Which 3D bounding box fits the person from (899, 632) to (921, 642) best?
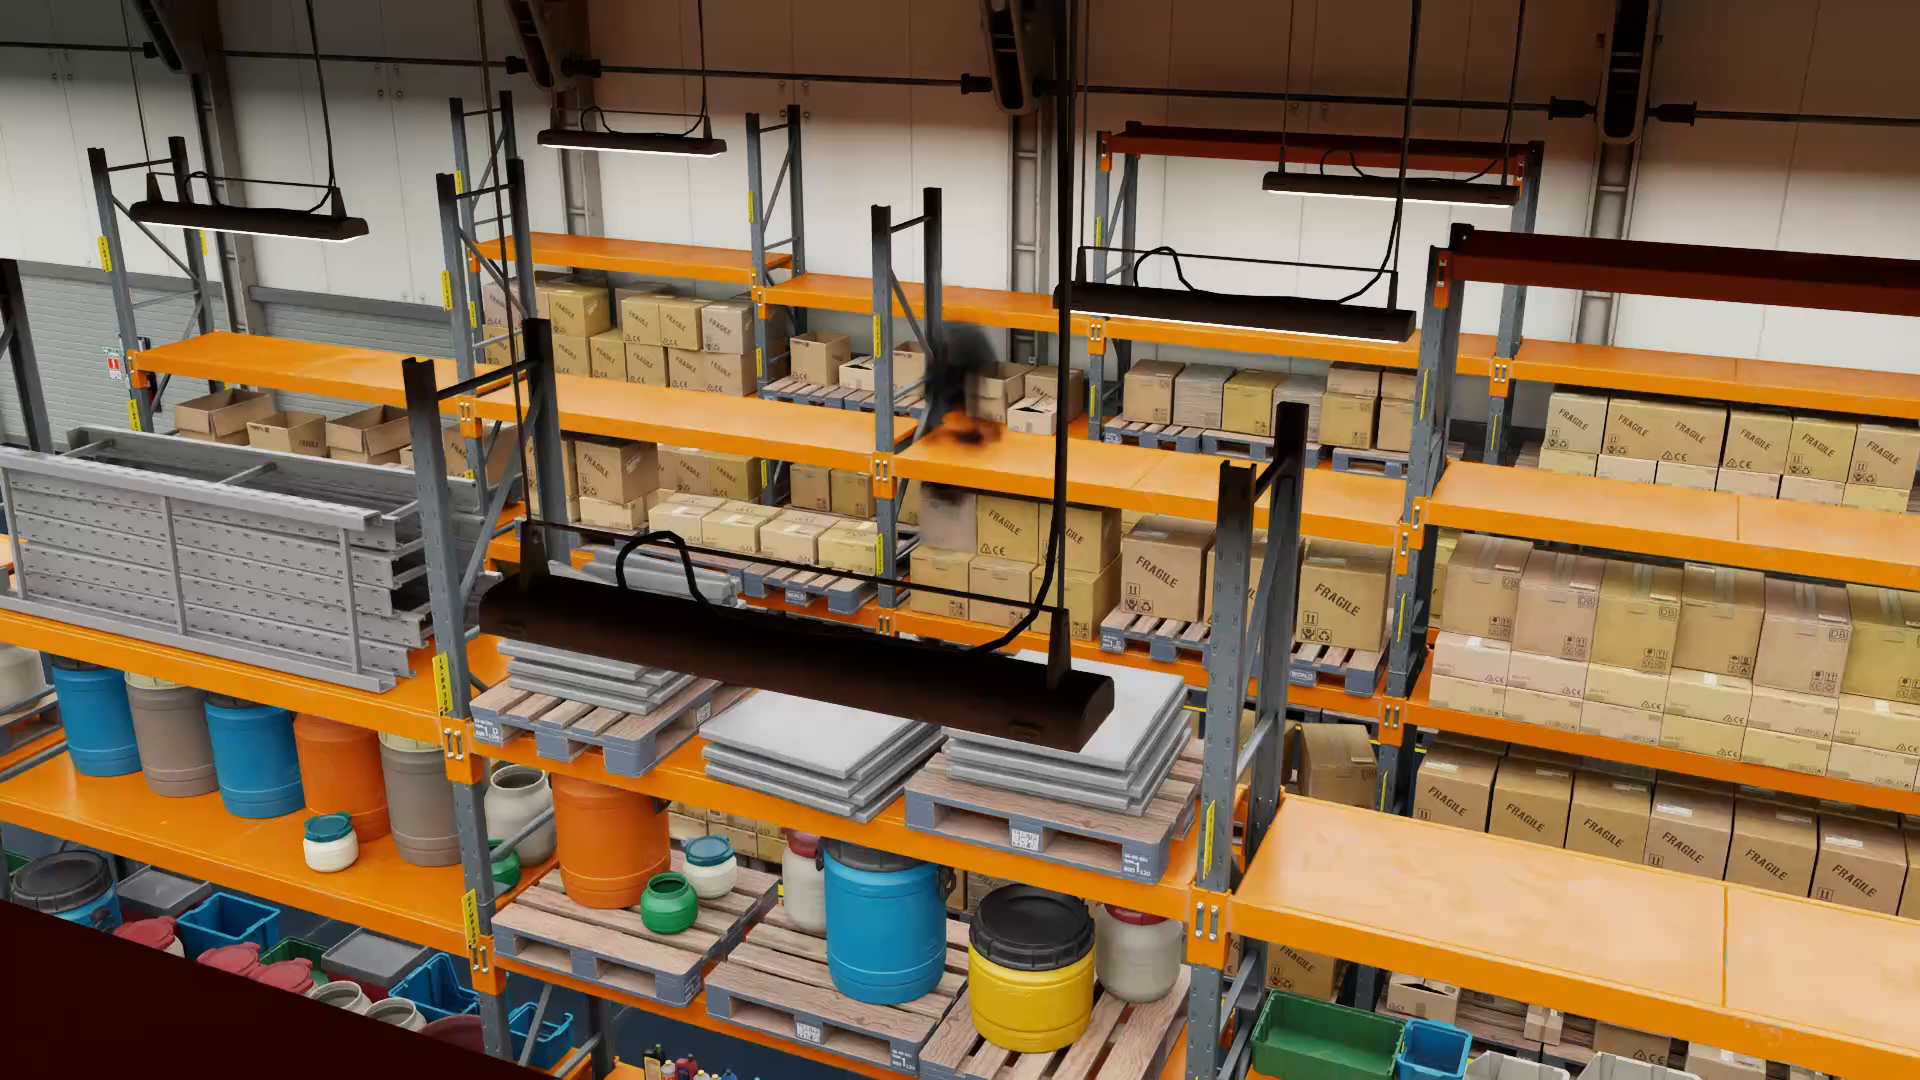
[{"bbox_3d":[-0.552,1.328,17.034,0.818,1.503,0.590,1,21,2],"label":"person"}]
